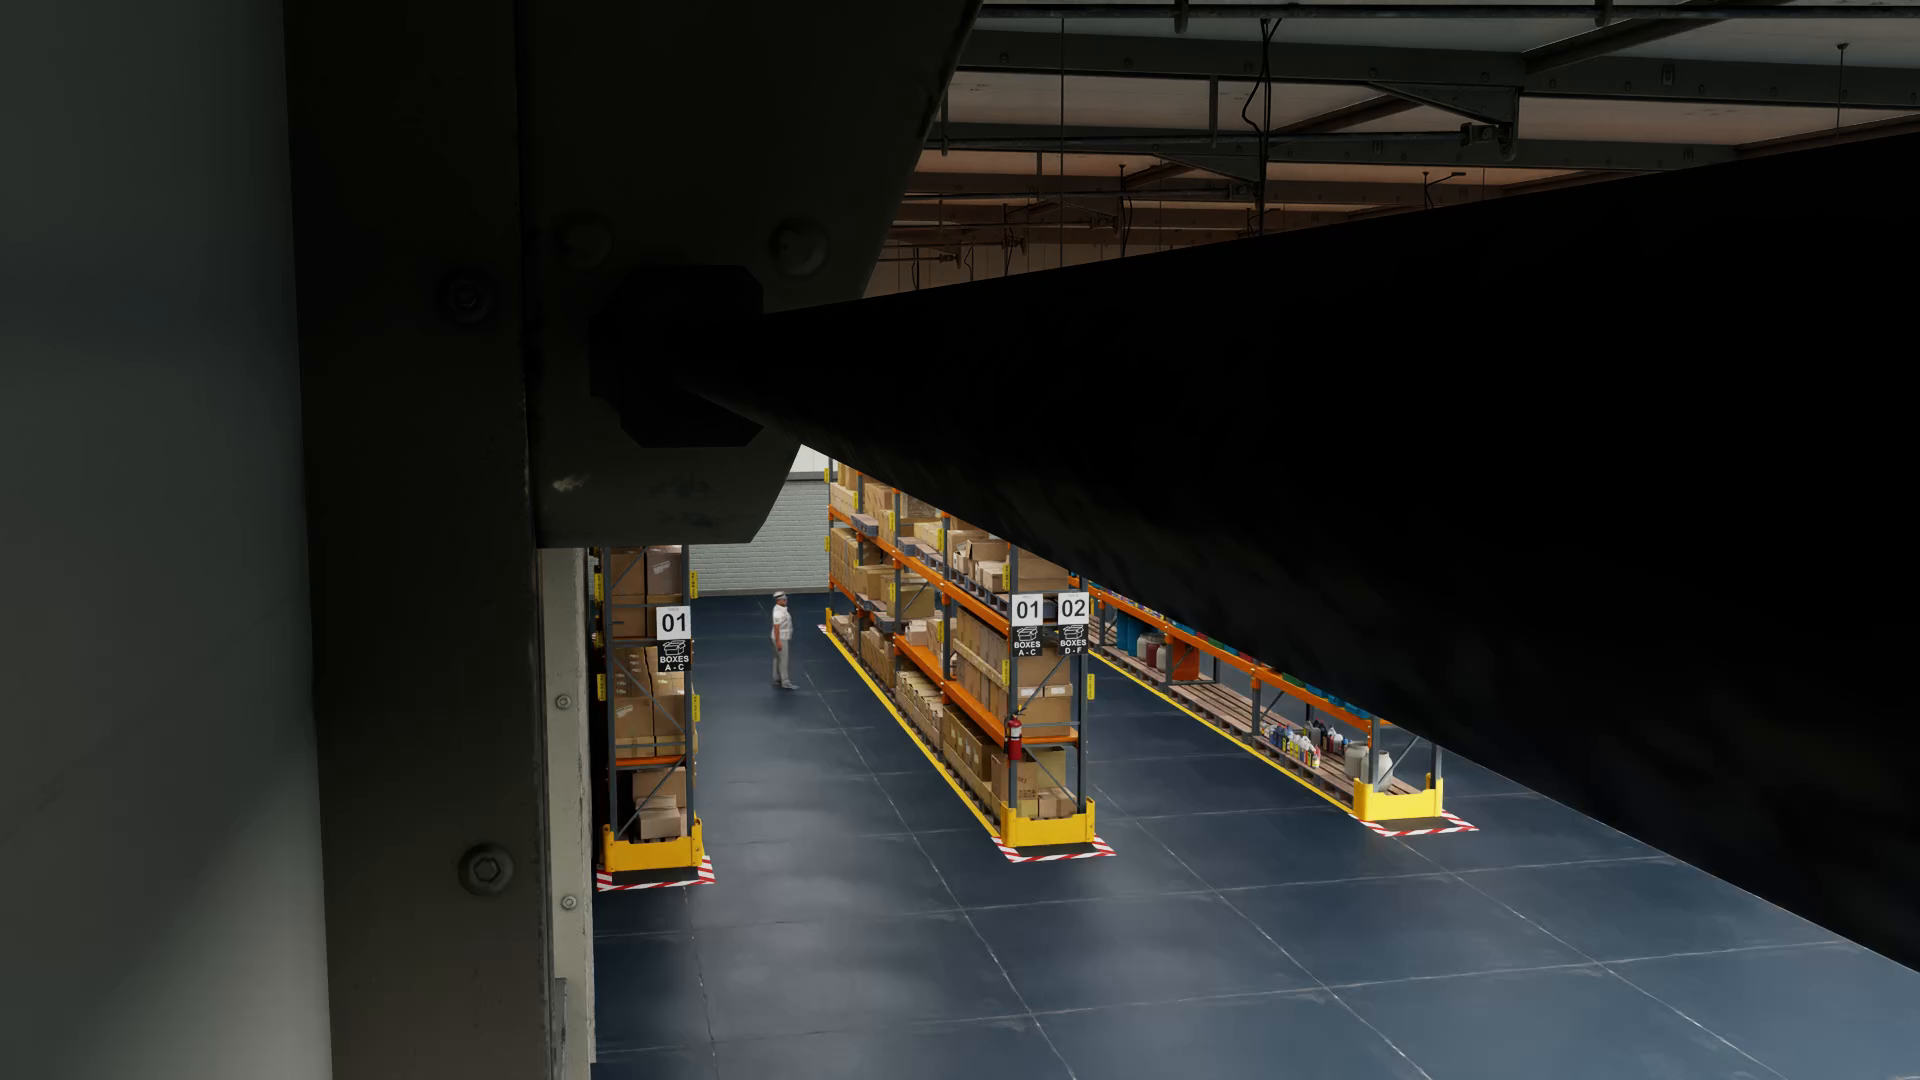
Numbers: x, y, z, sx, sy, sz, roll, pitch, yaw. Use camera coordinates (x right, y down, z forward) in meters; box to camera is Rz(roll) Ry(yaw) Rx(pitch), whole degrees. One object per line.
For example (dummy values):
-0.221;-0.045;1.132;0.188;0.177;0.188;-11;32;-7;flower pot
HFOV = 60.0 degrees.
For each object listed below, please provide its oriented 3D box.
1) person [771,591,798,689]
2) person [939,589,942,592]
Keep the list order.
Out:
-3.222;1.829;30.615;0.507;1.794;0.566;0;7;0;person
-0.041;0.604;40.947;0.877;1.722;0.586;2;7;12;person
